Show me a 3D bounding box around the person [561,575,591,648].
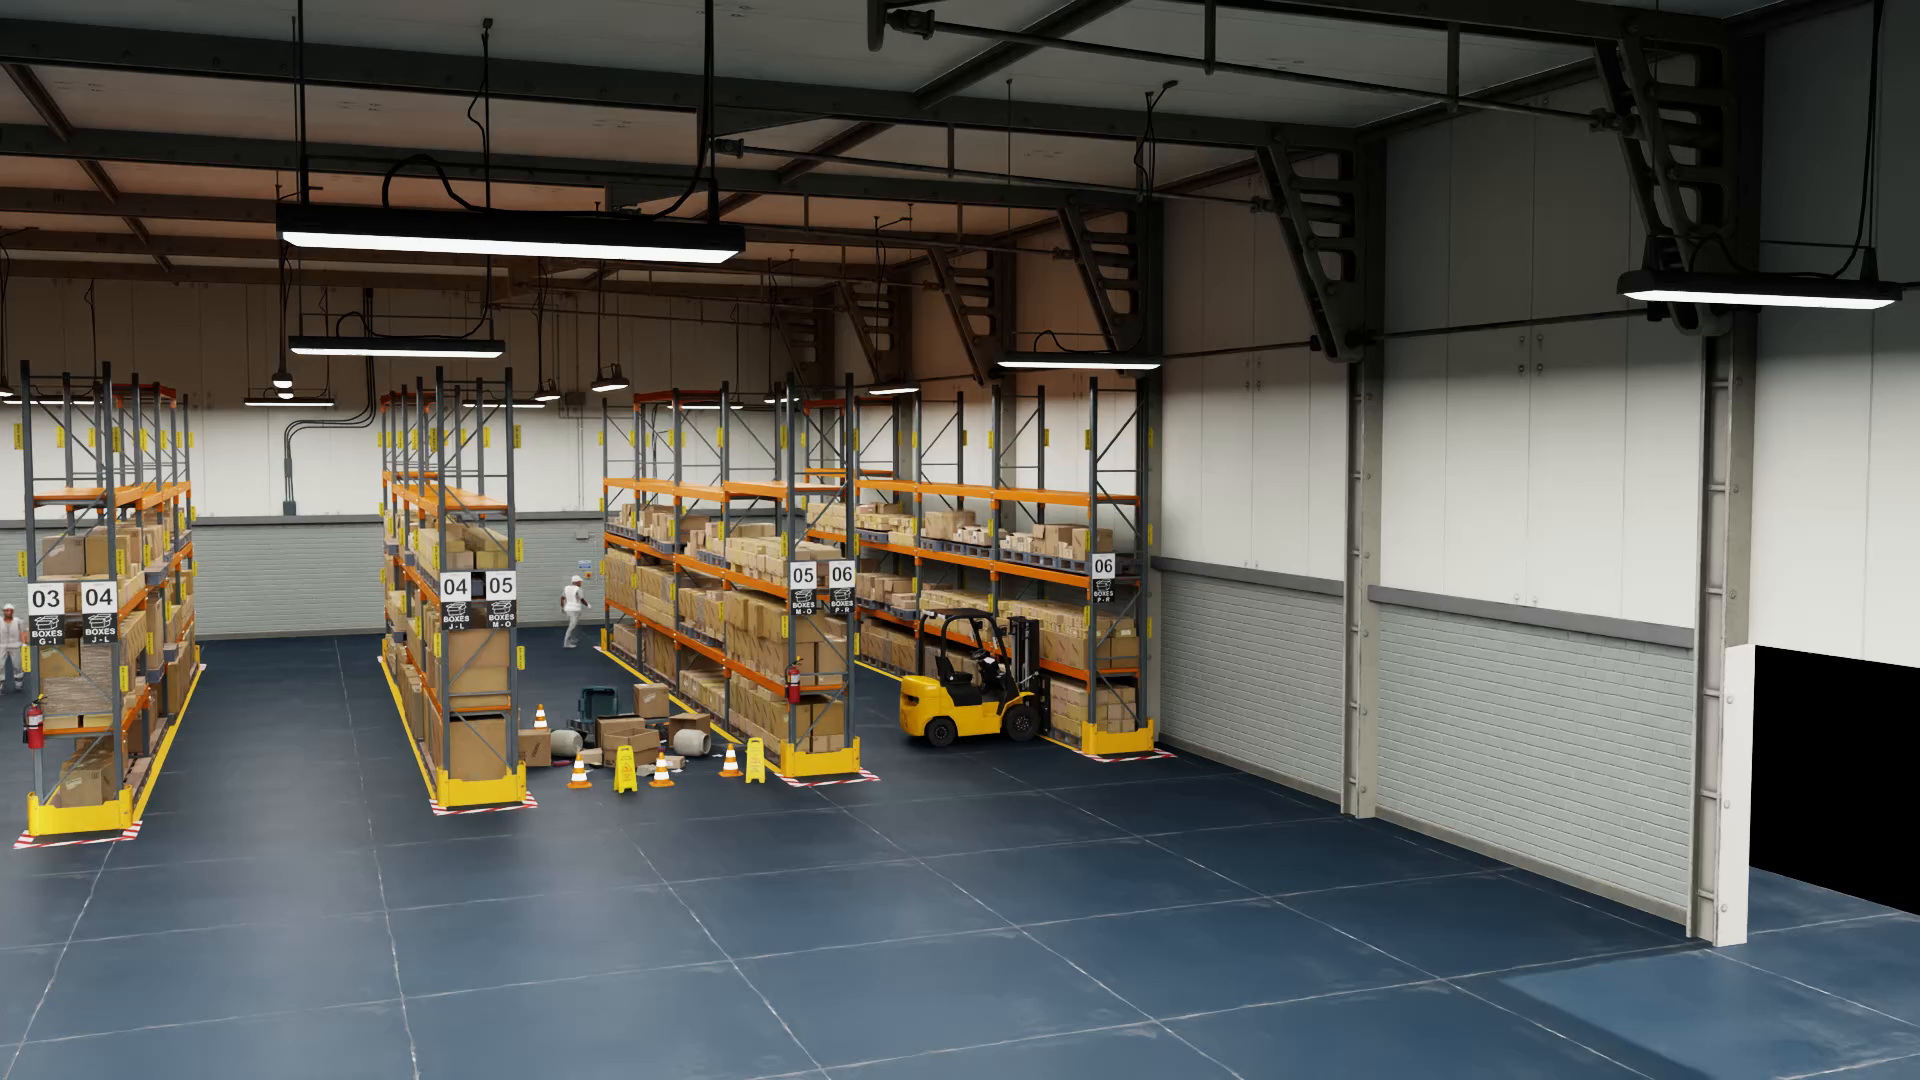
[{"bbox_3d":[-9.360,1.712,40.150,0.695,1.707,0.840,2,4,34],"label":"person"}]

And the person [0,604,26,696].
[{"bbox_3d":[-18.725,2.148,32.748,0.683,1.794,0.904,-1,4,-12],"label":"person"}]
